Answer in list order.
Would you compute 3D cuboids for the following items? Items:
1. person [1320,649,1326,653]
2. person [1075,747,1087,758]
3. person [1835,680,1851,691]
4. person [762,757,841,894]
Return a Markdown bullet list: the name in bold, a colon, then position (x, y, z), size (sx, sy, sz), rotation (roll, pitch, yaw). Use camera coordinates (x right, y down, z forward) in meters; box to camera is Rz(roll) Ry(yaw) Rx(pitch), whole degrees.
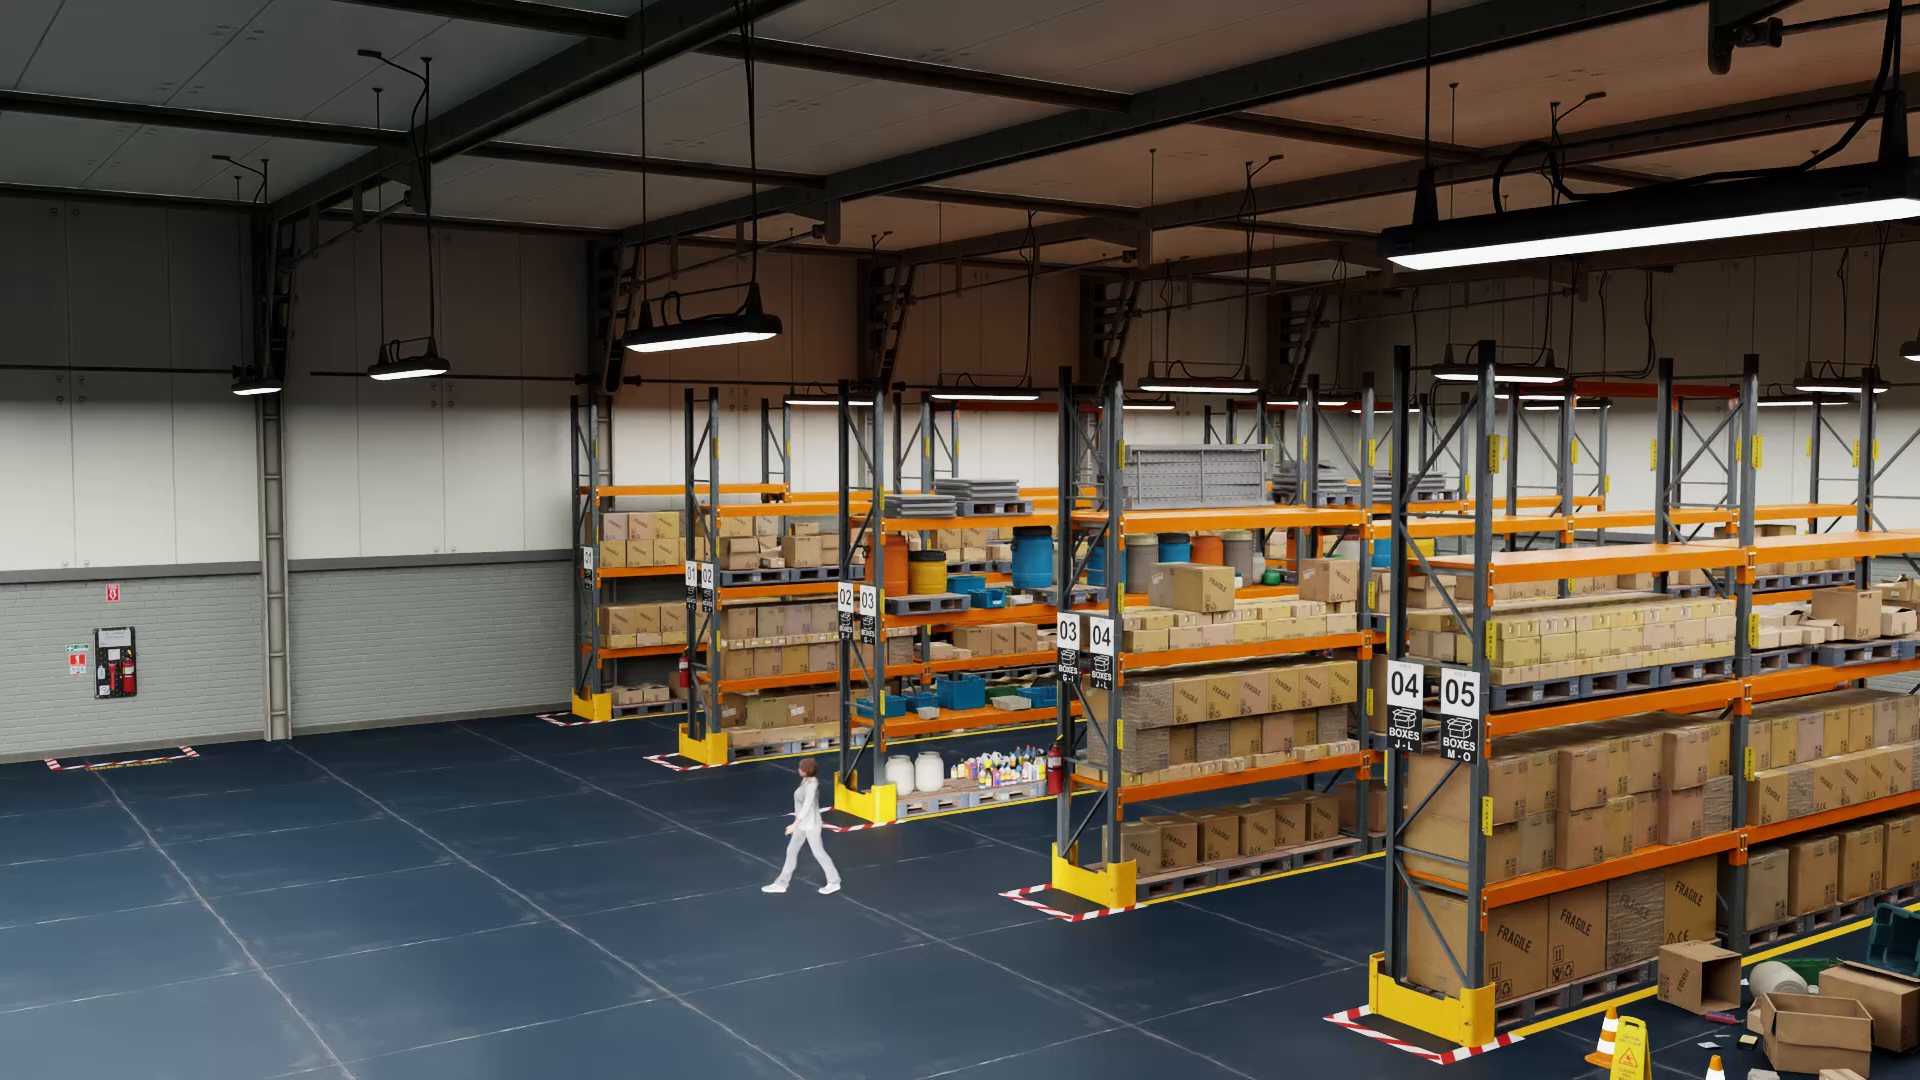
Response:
- **person**: position (7.992, 2.080, 37.162), size (0.583, 1.711, 0.688), rotation (2, 4, 29)
- **person**: position (2.310, 2.725, 26.765), size (1.050, 1.617, 0.515), rotation (0, 3, -1)
- **person**: position (13.625, 2.828, 25.316), size (0.705, 1.635, 0.716), rotation (-2, 4, -26)
- **person**: position (-1.789, 3.233, 18.808), size (0.898, 1.554, 0.428), rotation (-1, 4, -18)
